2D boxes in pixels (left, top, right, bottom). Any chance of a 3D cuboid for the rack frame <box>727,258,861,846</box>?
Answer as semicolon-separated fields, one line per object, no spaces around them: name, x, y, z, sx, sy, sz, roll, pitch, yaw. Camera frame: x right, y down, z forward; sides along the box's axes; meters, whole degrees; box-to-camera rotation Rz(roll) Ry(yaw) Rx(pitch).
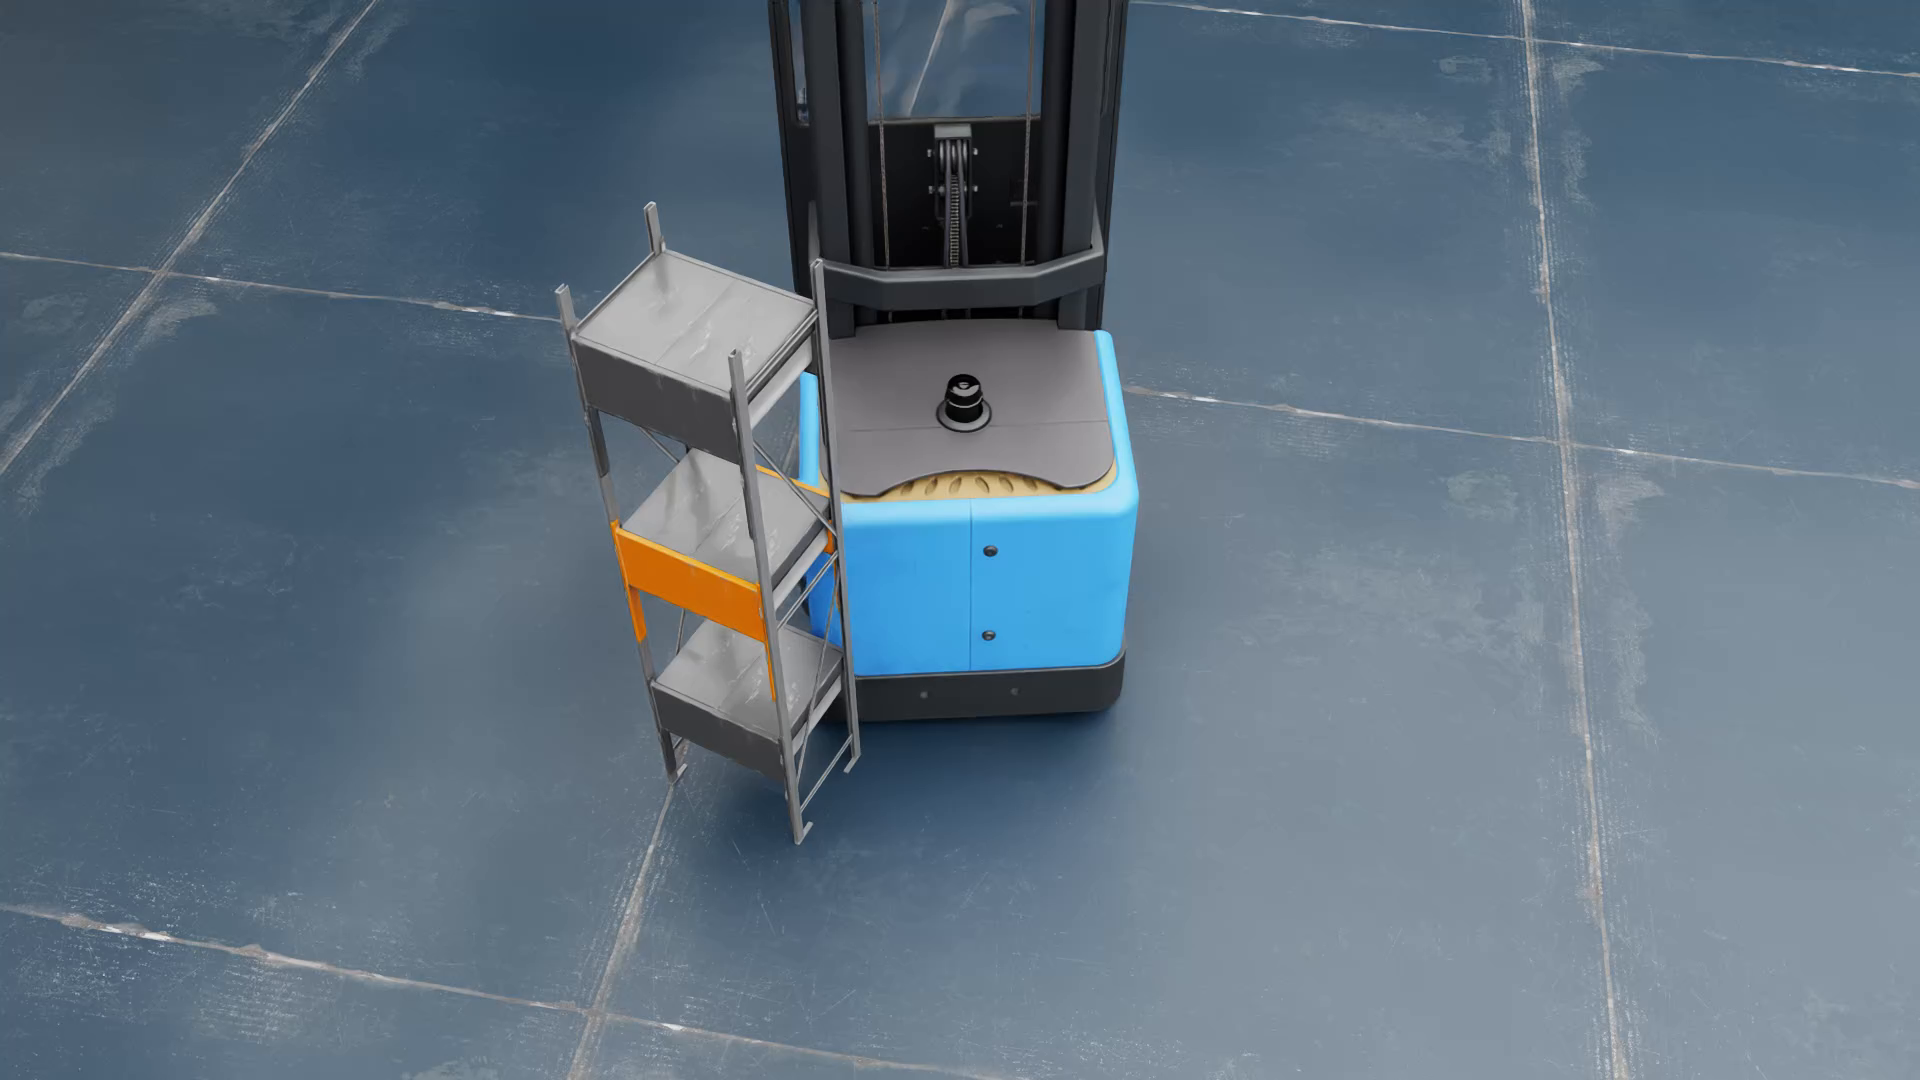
rack frame;-0.433;0.151;4.703;0.015;2.100;0.400;21;51;18

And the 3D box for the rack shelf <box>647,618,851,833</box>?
rack shelf;-0.649;0.543;5.310;0.480;0.518;0.431;21;51;18

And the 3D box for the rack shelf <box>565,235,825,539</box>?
rack shelf;-0.649;-0.392;4.268;0.480;0.518;0.431;21;51;18

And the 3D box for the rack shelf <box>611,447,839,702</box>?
rack shelf;-0.649;0.075;4.789;0.480;0.518;0.431;21;51;18

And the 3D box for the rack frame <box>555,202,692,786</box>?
rack frame;-0.866;-0.018;4.855;0.015;2.100;0.400;21;51;18

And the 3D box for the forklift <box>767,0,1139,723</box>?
forklift;-0.050;-1.458;5.590;1.130;2.935;3.031;-2;48;-2

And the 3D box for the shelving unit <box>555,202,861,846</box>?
shelving unit;-0.649;0.066;4.779;0.503;2.100;0.431;21;51;18
